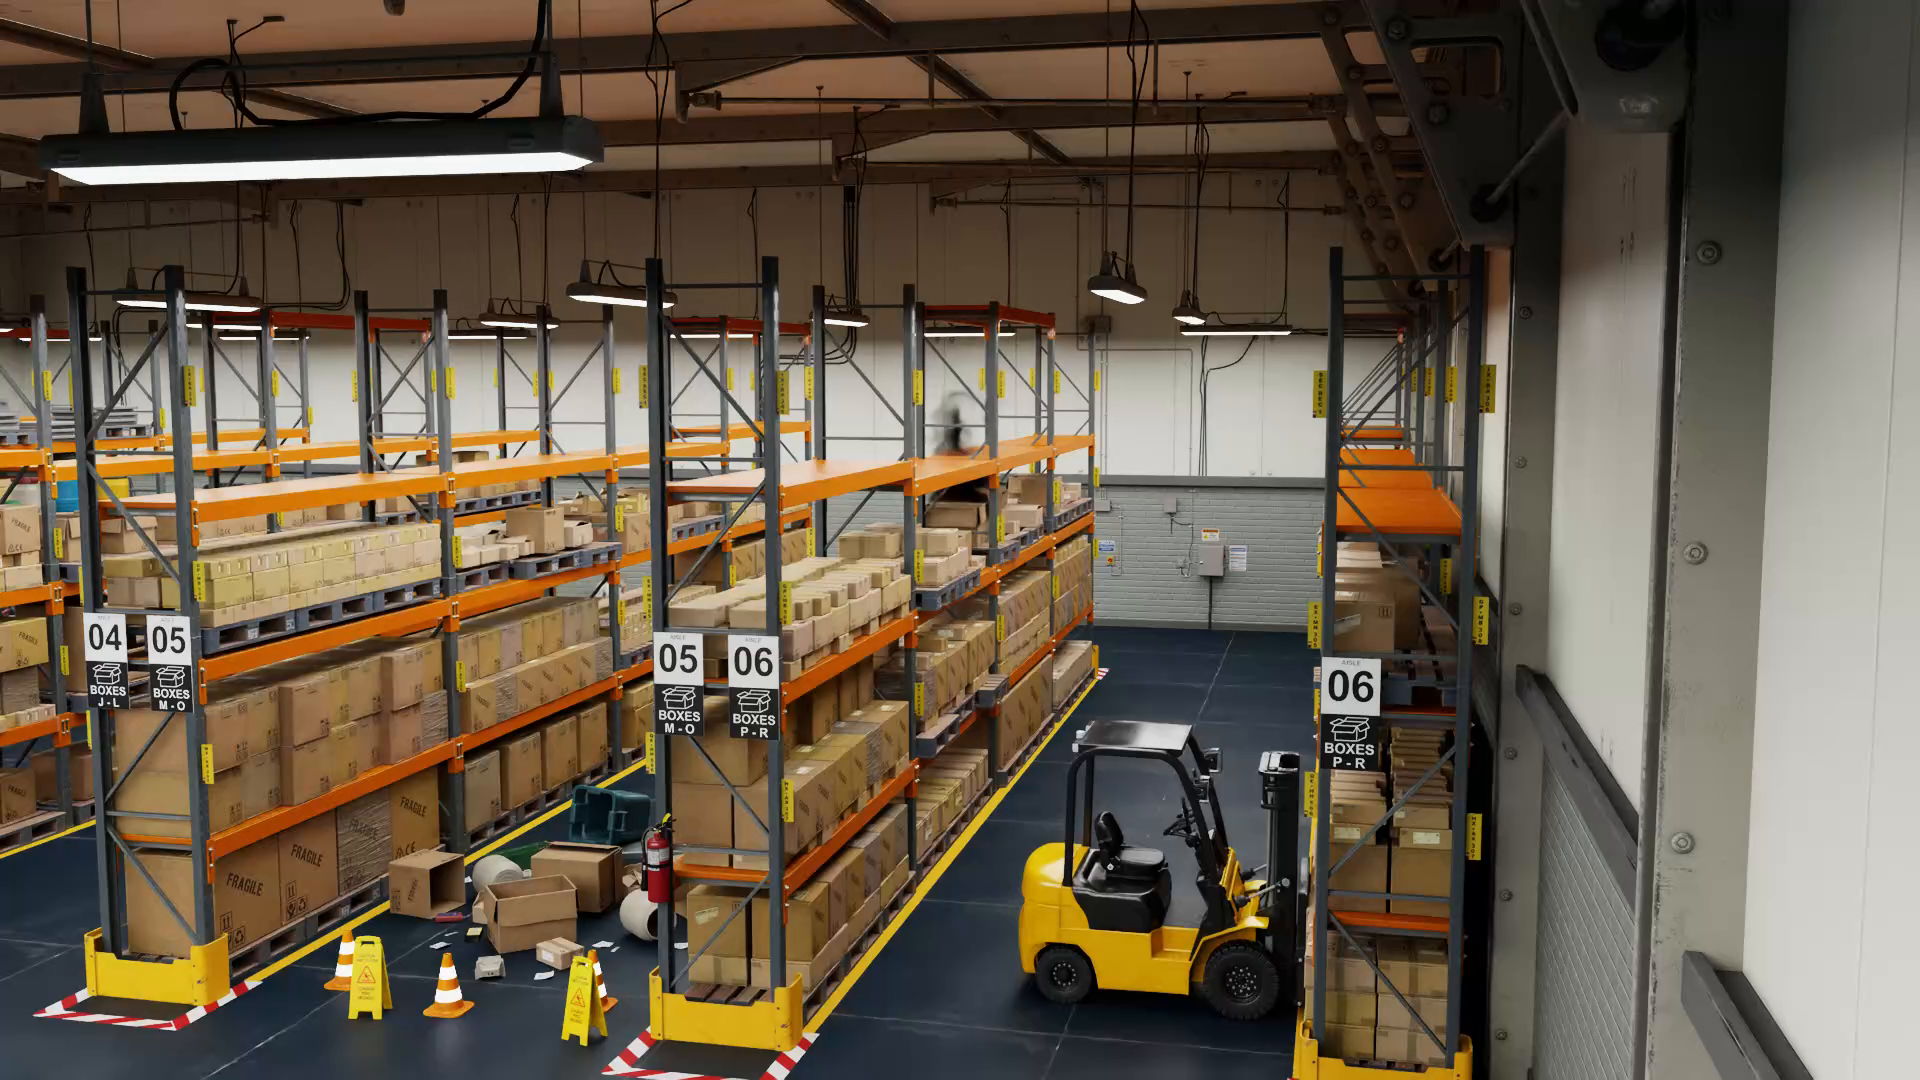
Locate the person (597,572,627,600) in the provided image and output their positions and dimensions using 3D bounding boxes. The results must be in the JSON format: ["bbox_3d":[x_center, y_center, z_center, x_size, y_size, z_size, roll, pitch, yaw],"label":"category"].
[{"bbox_3d":[-6.350,1.266,30.640,0.689,1.594,0.576,-3,6,-24],"label":"person"}]
